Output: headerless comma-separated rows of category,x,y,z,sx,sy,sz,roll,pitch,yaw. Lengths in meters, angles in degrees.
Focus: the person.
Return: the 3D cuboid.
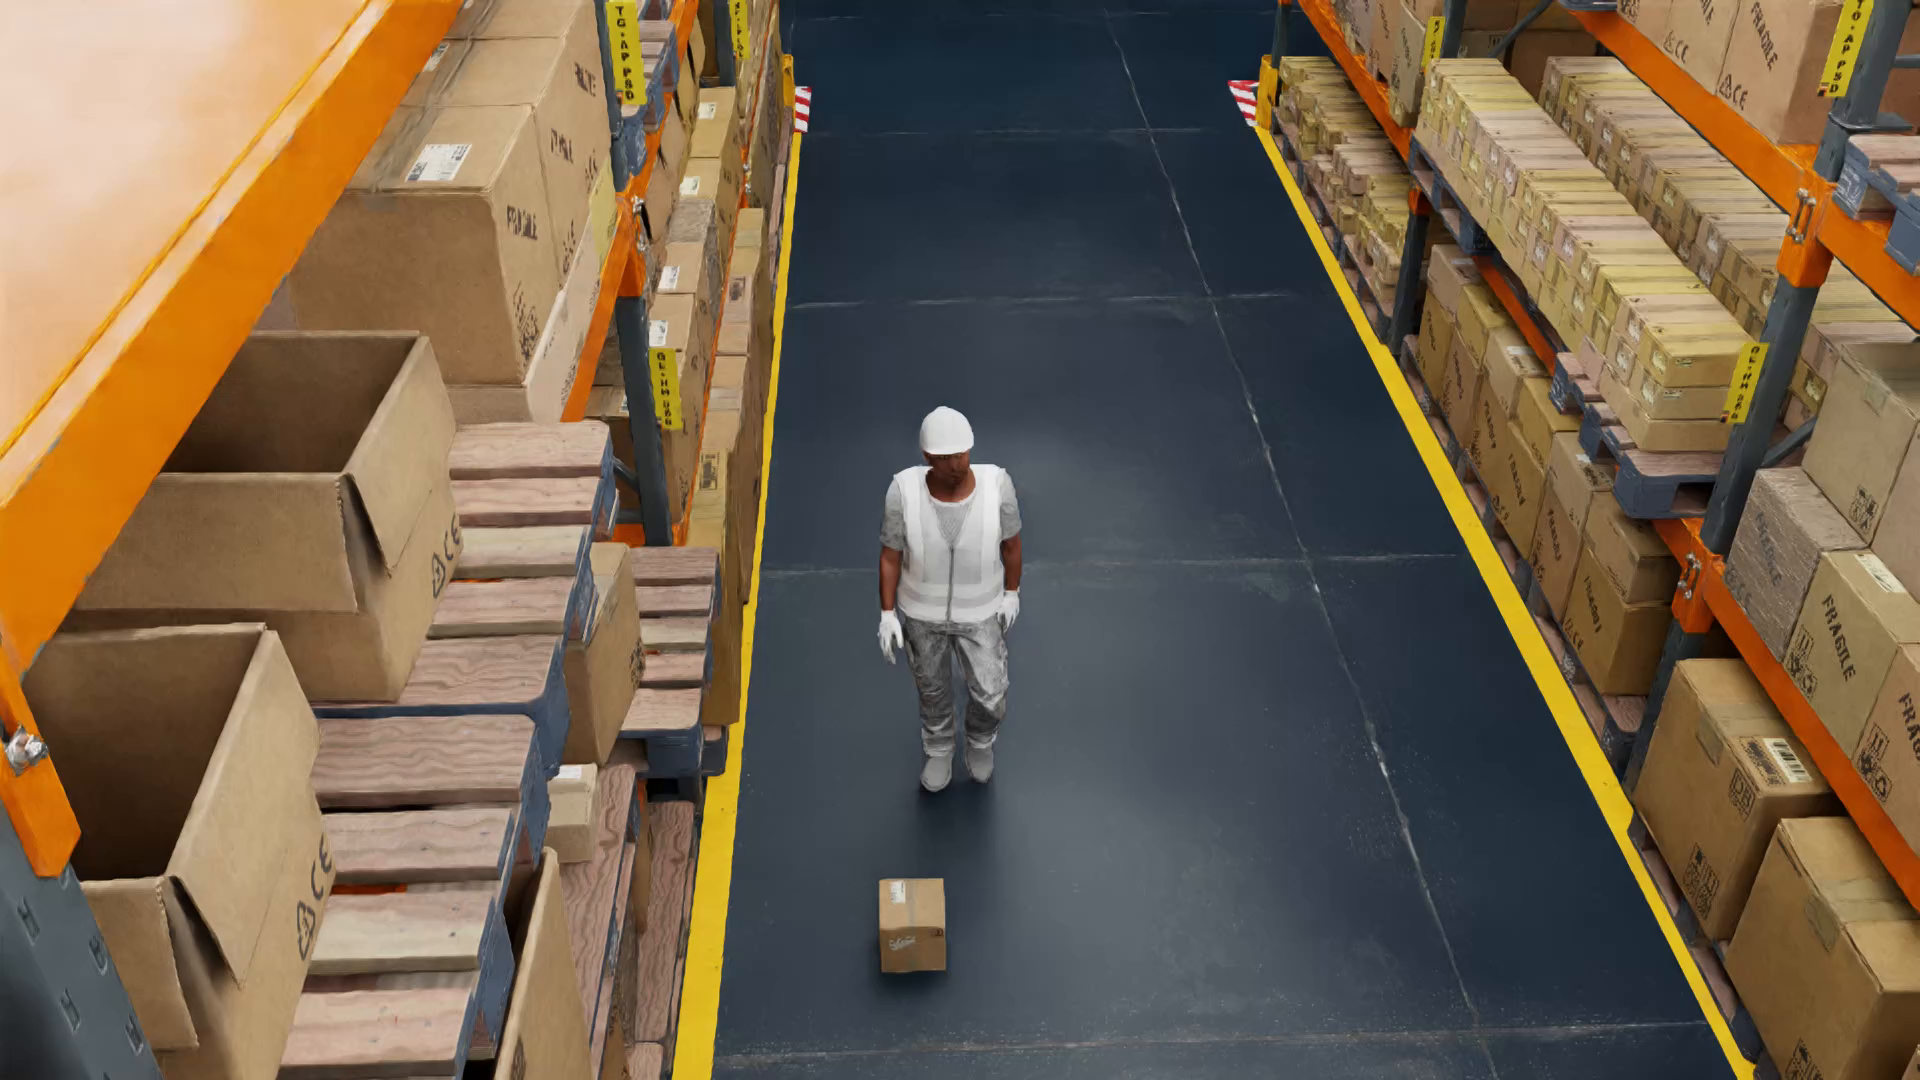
person,-0.039,0.303,6.713,0.573,1.809,0.469,1,35,2
